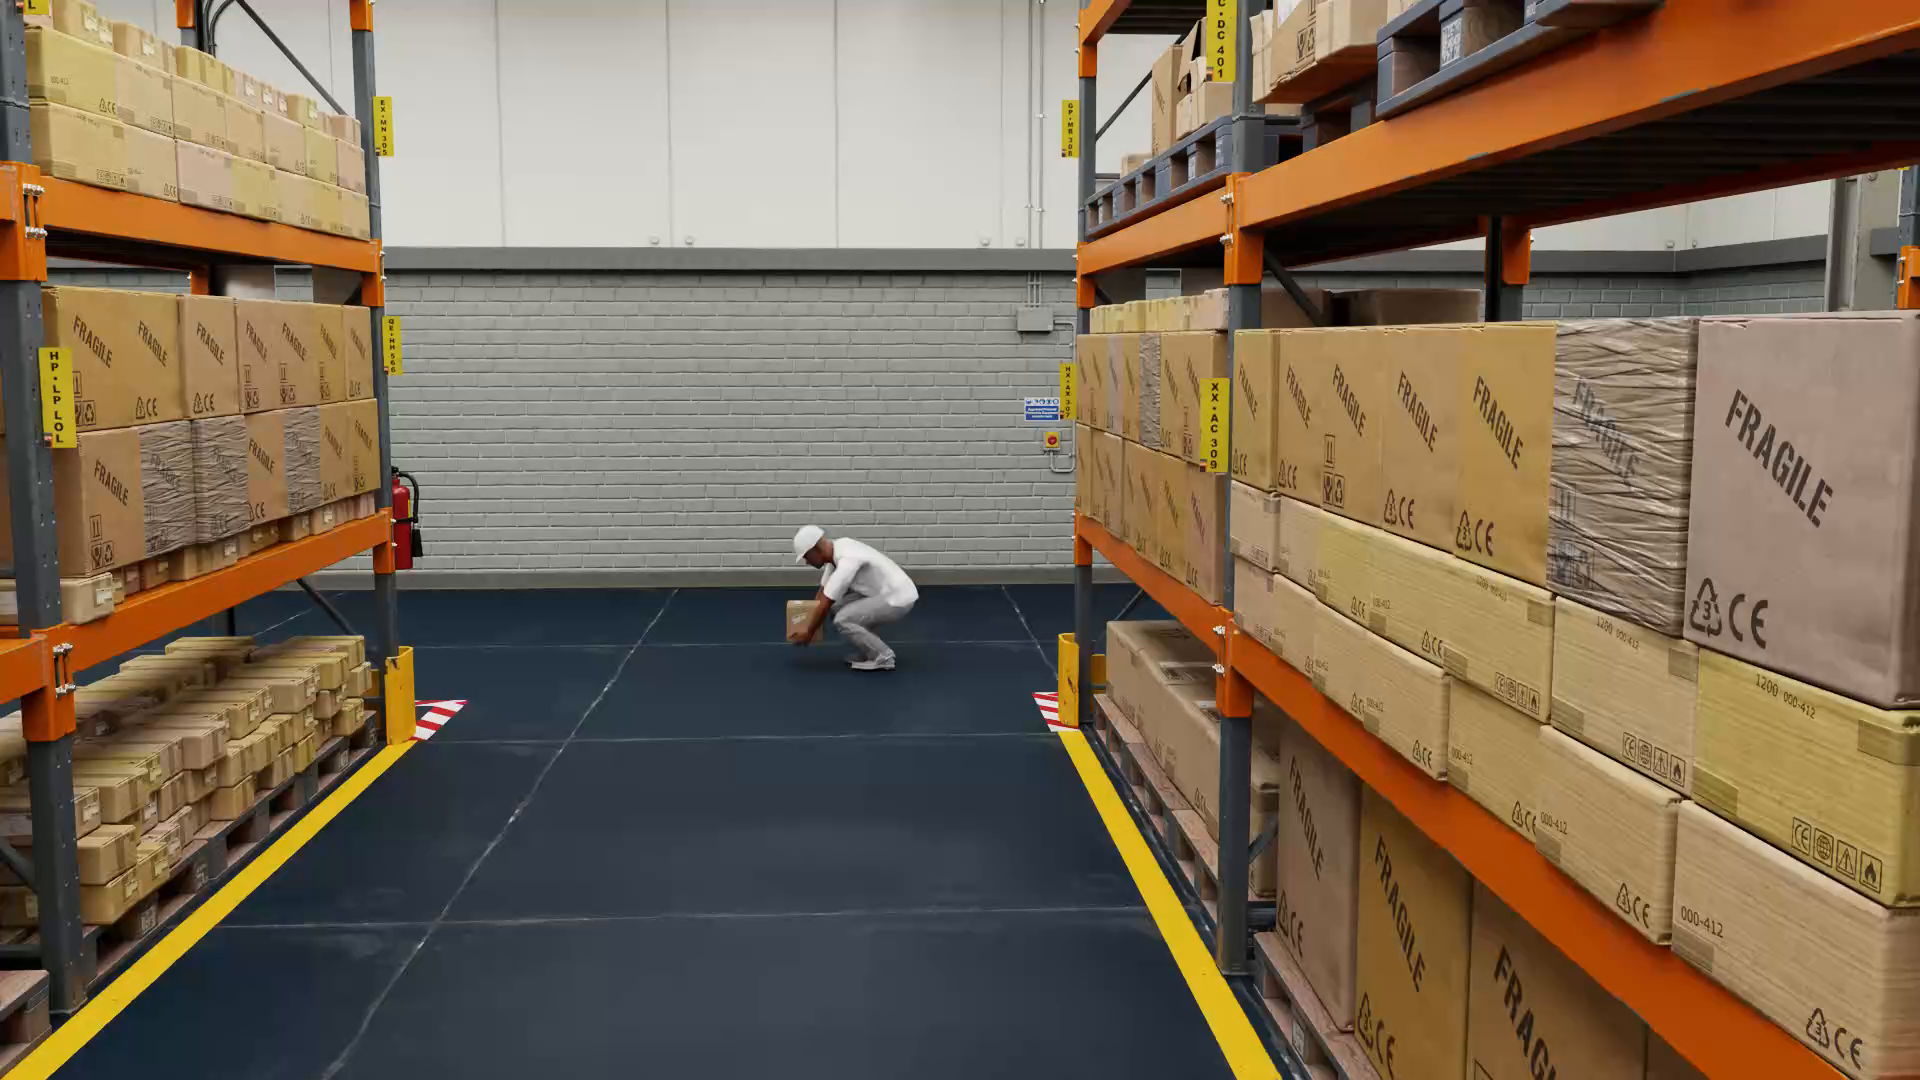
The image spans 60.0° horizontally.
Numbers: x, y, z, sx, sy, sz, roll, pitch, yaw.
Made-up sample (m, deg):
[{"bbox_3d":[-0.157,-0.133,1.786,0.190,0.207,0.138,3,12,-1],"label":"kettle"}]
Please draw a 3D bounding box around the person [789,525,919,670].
[{"bbox_3d":[-0.740,0.394,11.569,0.903,1.011,0.542,-1,7,-5],"label":"person"}]
